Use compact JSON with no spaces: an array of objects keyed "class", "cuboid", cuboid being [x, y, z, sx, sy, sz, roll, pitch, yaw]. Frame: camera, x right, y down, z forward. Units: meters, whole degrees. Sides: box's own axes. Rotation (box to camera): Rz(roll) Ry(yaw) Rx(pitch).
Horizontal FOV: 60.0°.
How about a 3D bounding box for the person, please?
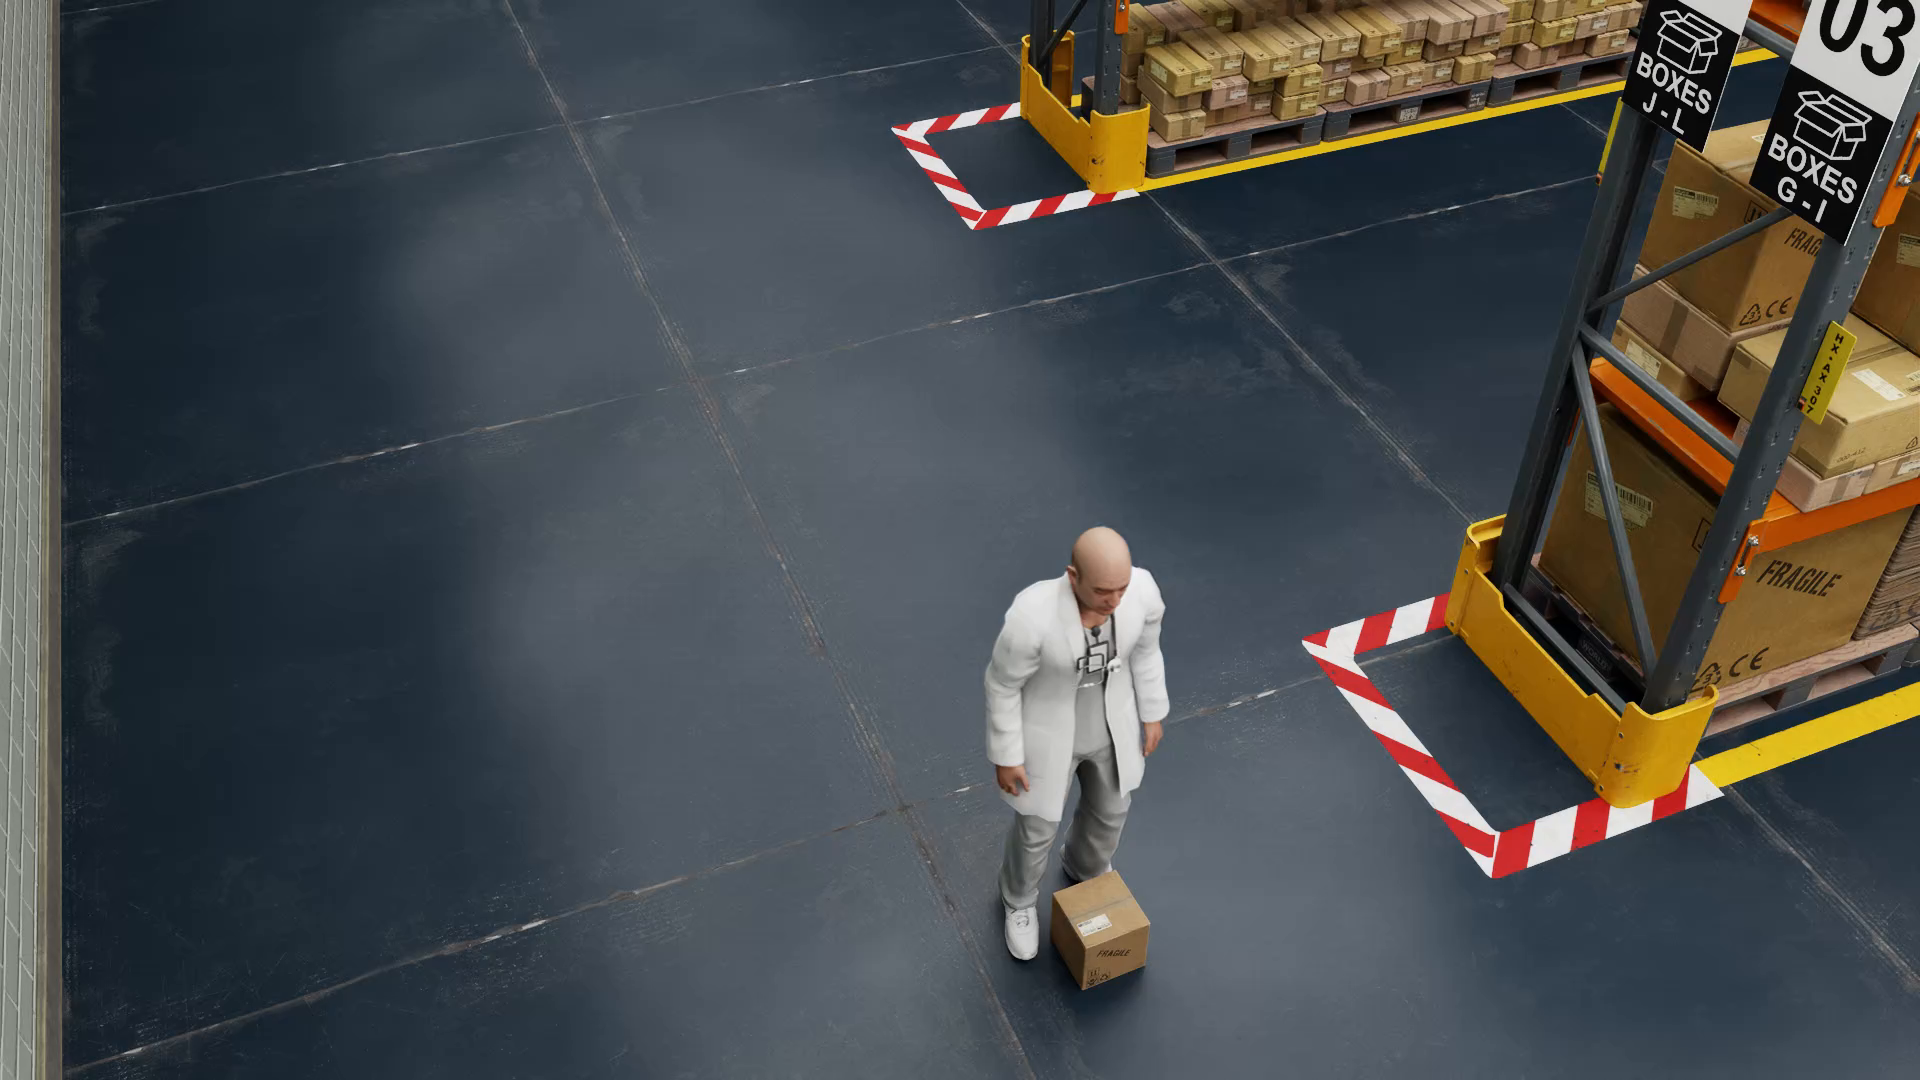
[{"class":"person","cuboid":[0.383,0.633,5.447,0.643,1.774,0.423,-15,43,-16]}]
